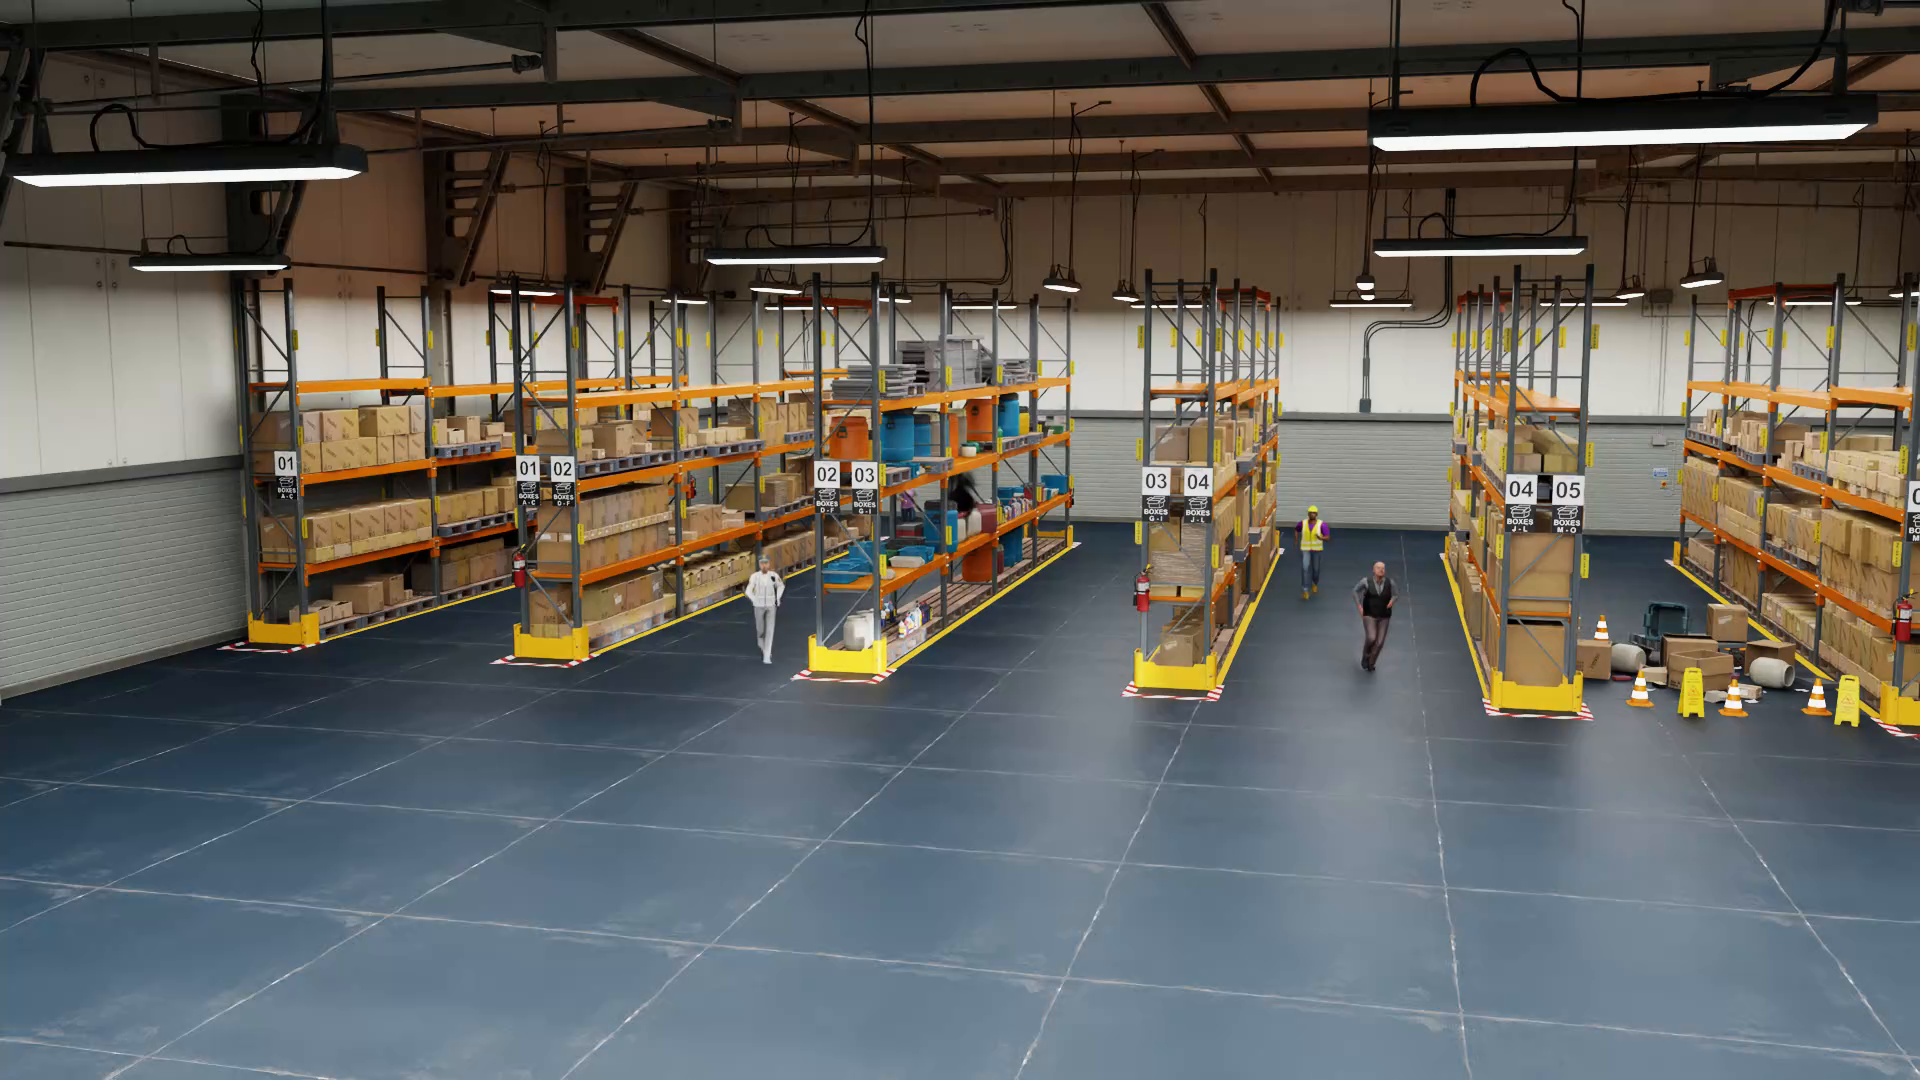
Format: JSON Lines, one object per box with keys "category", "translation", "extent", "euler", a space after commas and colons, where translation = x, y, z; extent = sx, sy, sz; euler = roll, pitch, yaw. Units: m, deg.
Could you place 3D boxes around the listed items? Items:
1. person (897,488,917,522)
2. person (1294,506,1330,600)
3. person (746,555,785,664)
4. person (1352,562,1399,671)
{"category": "person", "translation": [-1.314, -0.798, 41.846], "extent": [0.530, 1.583, 0.638], "euler": [-1, 7, -11]}
{"category": "person", "translation": [6.843, 0.219, 32.372], "extent": [0.692, 1.781, 0.922], "euler": [2, 7, 13]}
{"category": "person", "translation": [-3.057, 1.056, 26.142], "extent": [0.615, 1.693, 0.822], "euler": [-1, 7, -9]}
{"category": "person", "translation": [6.276, 1.165, 25.036], "extent": [0.659, 1.679, 0.646], "euler": [0, 7, 0]}
